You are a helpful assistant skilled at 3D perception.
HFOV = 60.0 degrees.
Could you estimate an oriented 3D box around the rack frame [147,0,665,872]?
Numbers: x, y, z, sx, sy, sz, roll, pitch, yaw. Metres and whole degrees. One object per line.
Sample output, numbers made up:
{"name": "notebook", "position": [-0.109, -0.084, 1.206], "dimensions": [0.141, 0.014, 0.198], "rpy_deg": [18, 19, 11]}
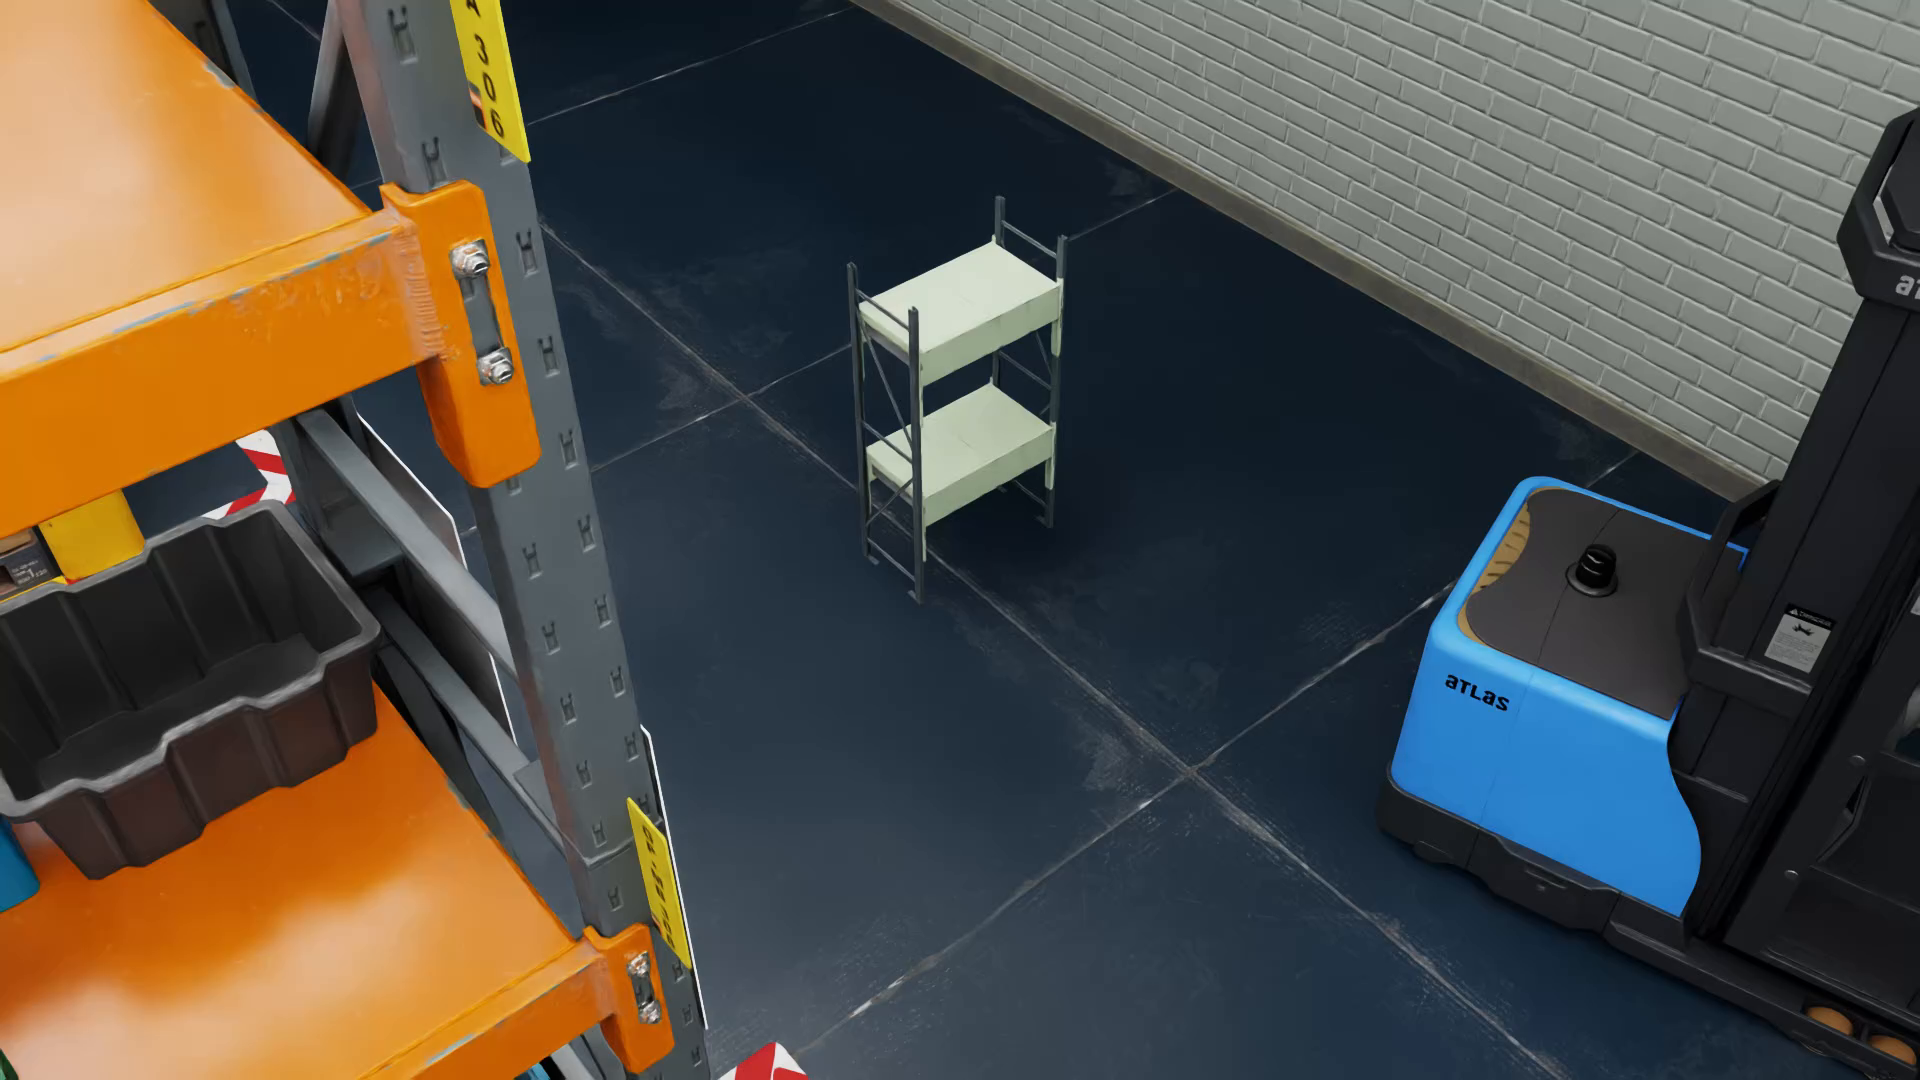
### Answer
{"name": "rack frame", "position": [-0.808, -0.903, 1.691], "dimensions": [0.127, 3.000, 1.000], "rpy_deg": [-30, 51, -28]}

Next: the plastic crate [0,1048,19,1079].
{"name": "plastic crate", "position": [-1.381, 0.851, 2.170], "dimensions": [0.336, 0.188, 0.450], "rpy_deg": [-30, 51, -28]}

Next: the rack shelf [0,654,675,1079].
{"name": "rack shelf", "position": [-2.342, 1.332, 2.029], "dimensions": [4.000, 0.370, 1.077], "rpy_deg": [-30, 51, -28]}

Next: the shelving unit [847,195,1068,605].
{"name": "shelving unit", "position": [-0.005, -0.544, 6.787], "dimensions": [0.755, 1.500, 0.431], "rpy_deg": [-30, 51, -28]}

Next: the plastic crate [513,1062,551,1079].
{"name": "plastic crate", "position": [-0.945, 1.495, 3.451], "dimensions": [0.499, 0.435, 0.616], "rpy_deg": [-30, 51, -28]}

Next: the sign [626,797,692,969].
{"name": "sign", "position": [-0.443, 0.511, 2.454], "dimensions": [0.005, 0.325, 0.100], "rpy_deg": [-30, 51, -28]}

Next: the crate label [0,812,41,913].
{"name": "crate label", "position": [-1.723, 0.481, 2.518], "dimensions": [0.502, 0.251, 0.408], "rpy_deg": [-30, 51, -28]}

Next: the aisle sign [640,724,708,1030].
{"name": "aisle sign", "position": [-0.565, 0.459, 2.725], "dimensions": [0.004, 0.787, 0.394], "rpy_deg": [-30, 51, -28]}

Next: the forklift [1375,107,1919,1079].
{"name": "forklift", "position": [3.044, 0.286, 4.858], "dimensions": [3.031, 2.935, 1.130], "rpy_deg": [24, 48, 23]}

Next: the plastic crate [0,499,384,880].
{"name": "plastic crate", "position": [-1.282, 0.261, 2.739], "dimensions": [0.590, 0.269, 0.497], "rpy_deg": [-30, 51, -28]}

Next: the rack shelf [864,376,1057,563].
{"name": "rack shelf", "position": [-0.005, -0.306, 7.010], "dimensions": [0.720, 0.370, 0.431], "rpy_deg": [-30, 51, -28]}

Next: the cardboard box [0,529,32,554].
{"name": "cardboard box", "position": [-4.242, -0.199, 6.830], "dimensions": [0.500, 0.500, 0.500], "rpy_deg": [-30, 51, -28]}

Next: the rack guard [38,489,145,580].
{"name": "rack guard", "position": [-4.041, -0.374, 7.337], "dimensions": [0.348, 0.500, 1.175], "rpy_deg": [-30, 51, -28]}

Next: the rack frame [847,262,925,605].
{"name": "rack frame", "position": [-0.286, -0.383, 6.616], "dimensions": [0.023, 1.500, 0.400], "rpy_deg": [-30, 51, -28]}

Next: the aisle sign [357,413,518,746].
{"name": "aisle sign", "position": [-0.943, 0.149, 3.055], "dimensions": [0.004, 0.787, 0.394], "rpy_deg": [-30, 51, -28]}

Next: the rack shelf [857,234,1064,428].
{"name": "rack shelf", "position": [-0.005, -0.828, 6.520], "dimensions": [0.720, 0.370, 0.431], "rpy_deg": [-30, 51, -28]}

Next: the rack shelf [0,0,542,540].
{"name": "rack shelf", "position": [-2.342, 0.384, 1.139], "dimensions": [4.000, 0.370, 1.077], "rpy_deg": [-30, 51, -28]}

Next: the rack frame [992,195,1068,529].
{"name": "rack frame", "position": [0.276, -0.705, 6.958], "dimensions": [0.023, 1.500, 0.400], "rpy_deg": [-30, 51, -28]}

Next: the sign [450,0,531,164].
{"name": "sign", "position": [-0.443, -0.503, 1.502], "dimensions": [0.005, 0.325, 0.100], "rpy_deg": [-30, 51, -28]}

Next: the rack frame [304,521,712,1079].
{"name": "rack frame", "position": [-0.808, 1.284, 3.745], "dimensions": [0.127, 3.000, 1.000], "rpy_deg": [-30, 51, -28]}

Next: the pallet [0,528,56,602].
{"name": "pallet", "position": [-4.652, 0.082, 7.062], "dimensions": [1.213, 0.211, 1.003], "rpy_deg": [-30, 51, -28]}
